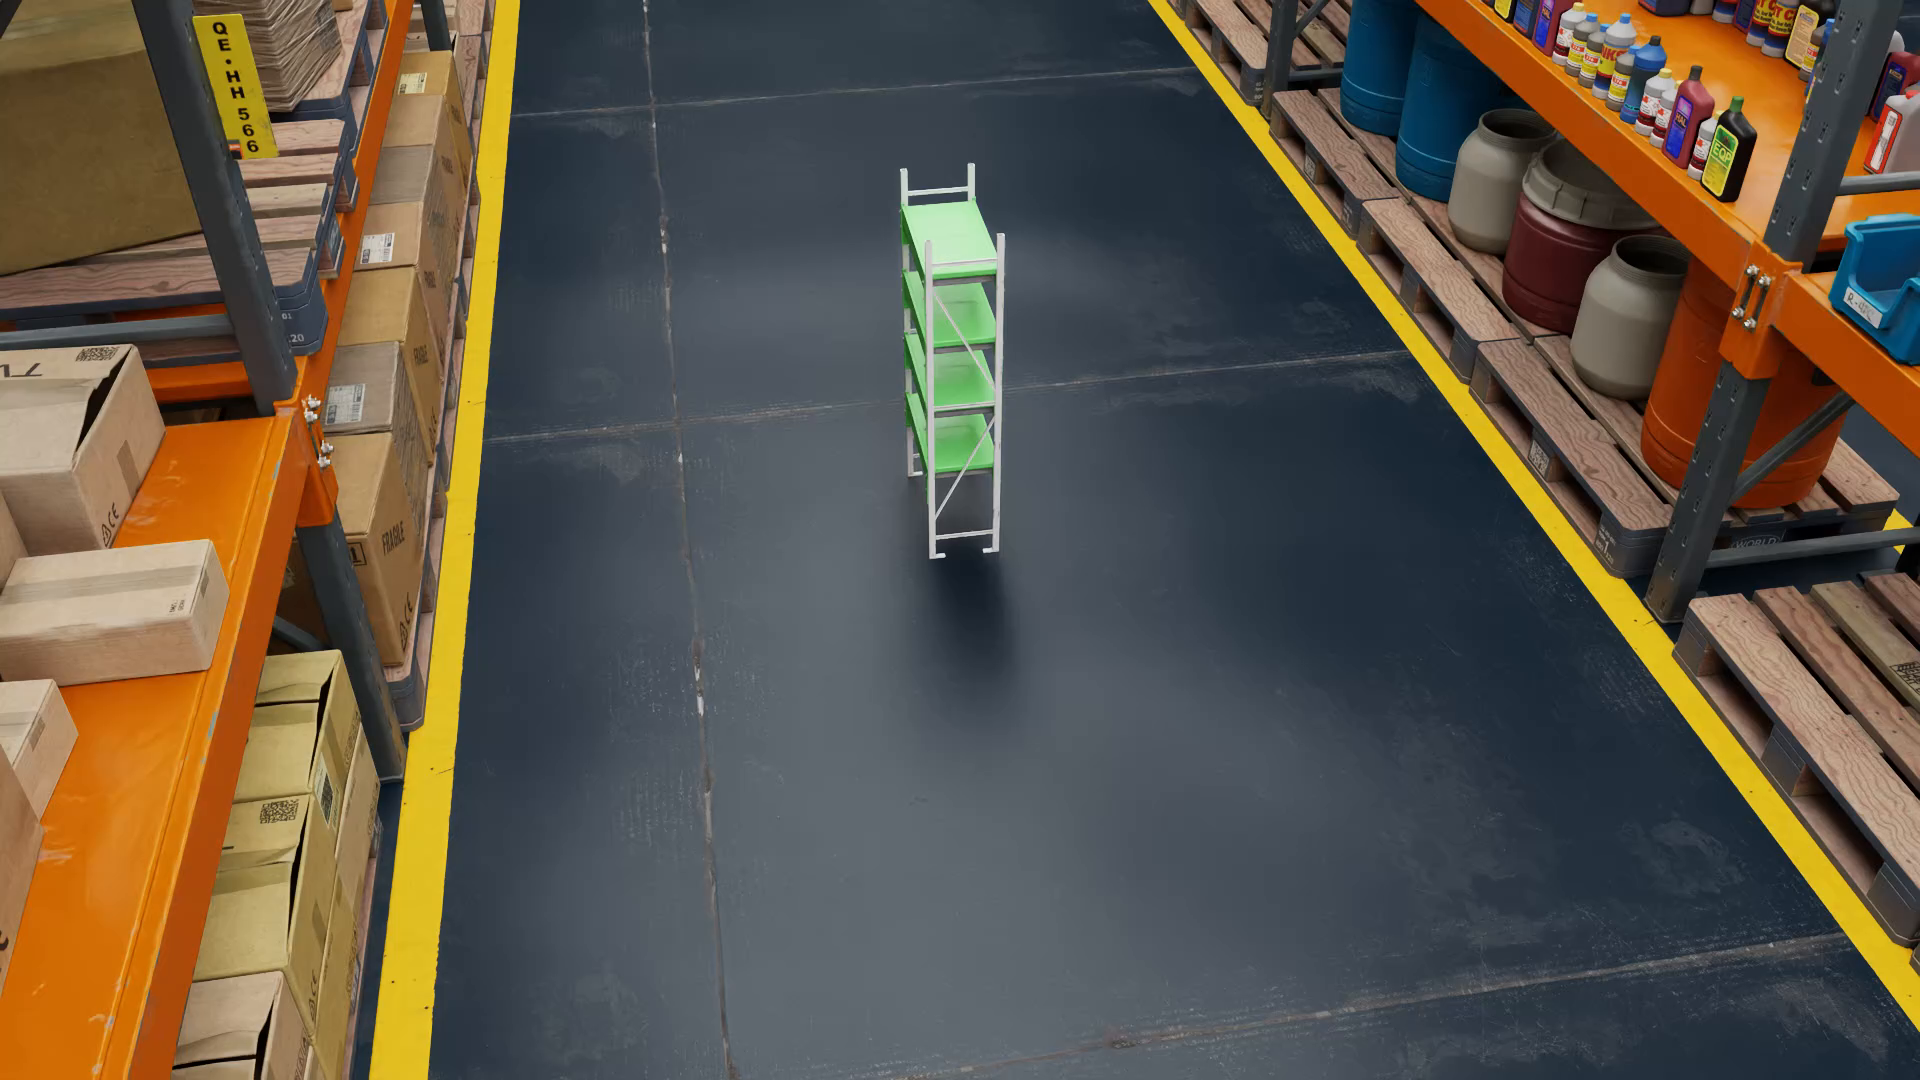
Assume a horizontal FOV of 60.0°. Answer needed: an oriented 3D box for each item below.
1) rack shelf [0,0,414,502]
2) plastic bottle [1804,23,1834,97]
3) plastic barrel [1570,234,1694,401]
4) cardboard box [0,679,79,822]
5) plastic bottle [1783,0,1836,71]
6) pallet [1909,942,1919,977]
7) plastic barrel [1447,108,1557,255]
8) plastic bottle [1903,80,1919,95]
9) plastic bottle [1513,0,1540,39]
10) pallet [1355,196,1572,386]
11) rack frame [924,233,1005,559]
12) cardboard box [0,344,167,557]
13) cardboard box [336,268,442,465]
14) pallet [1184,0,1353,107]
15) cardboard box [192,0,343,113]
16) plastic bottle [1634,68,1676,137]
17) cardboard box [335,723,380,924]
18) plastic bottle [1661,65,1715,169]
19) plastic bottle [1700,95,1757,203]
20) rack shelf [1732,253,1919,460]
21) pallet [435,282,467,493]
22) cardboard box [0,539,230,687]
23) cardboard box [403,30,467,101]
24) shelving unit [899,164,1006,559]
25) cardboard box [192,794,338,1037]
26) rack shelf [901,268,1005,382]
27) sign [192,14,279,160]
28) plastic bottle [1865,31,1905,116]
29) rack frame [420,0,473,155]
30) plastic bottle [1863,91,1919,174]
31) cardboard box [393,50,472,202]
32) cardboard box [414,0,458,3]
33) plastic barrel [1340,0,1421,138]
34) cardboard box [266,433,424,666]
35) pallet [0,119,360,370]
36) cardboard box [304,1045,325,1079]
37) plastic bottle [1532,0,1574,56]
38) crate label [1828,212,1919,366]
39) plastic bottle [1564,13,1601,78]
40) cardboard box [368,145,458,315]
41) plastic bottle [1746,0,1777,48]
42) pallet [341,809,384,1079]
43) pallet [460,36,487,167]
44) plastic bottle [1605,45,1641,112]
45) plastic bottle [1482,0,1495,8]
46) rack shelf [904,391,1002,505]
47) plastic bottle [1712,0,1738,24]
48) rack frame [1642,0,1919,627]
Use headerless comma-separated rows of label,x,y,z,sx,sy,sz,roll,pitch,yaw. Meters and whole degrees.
rack shelf,-2.474,-1.389,5.680,1.077,0.370,4.000,-6,38,-8
plastic bottle,2.862,-1.587,5.453,0.097,0.271,0.097,0,38,0
plastic barrel,2.464,-0.804,6.026,0.421,0.512,0.421,0,38,0
cardboard box,-1.844,0.398,2.997,0.380,0.149,0.250,-4,38,-5
plastic bottle,2.896,-1.751,5.653,0.061,0.283,0.133,-6,38,-8
pallet,3.062,1.313,3.888,1.003,0.211,1.213,-6,38,-8
plastic barrel,2.266,-1.486,6.904,0.421,0.512,0.421,0,38,0
plastic bottle,2.986,-1.345,5.199,0.097,0.201,0.097,0,38,0
plastic bottle,2.076,-1.966,5.876,0.144,0.351,0.185,-6,38,-8
pallet,2.364,-1.102,6.996,1.003,0.211,1.213,-6,38,-8
rack frame,0.014,-0.426,5.321,0.240,1.200,0.015,-6,38,-8
cardboard box,-2.103,-0.206,3.643,0.500,0.311,0.500,-4,38,-5
cardboard box,-2.102,-0.577,5.726,0.500,0.500,0.500,-7,38,-9
pallet,1.886,-2.751,9.119,1.003,0.211,1.213,-6,38,-8
cardboard box,-2.317,-1.612,4.956,0.700,0.500,0.500,0,38,1
plastic bottle,2.203,-1.386,5.251,0.097,0.201,0.097,0,38,0
cardboard box,-1.791,0.746,4.243,0.500,0.250,0.500,-5,38,-7
plastic bottle,2.223,-1.288,5.058,0.061,0.283,0.133,-6,38,-8
plastic bottle,2.263,-1.148,4.878,0.061,0.283,0.133,-6,38,-8
rack shelf,3.105,0.496,3.253,1.077,0.370,4.000,-6,38,-8
pallet,-2.427,-0.554,6.292,1.003,0.211,1.213,-6,38,-8
cardboard box,-1.694,0.147,3.320,0.380,0.149,0.250,-6,38,-8
cardboard box,-2.685,-2.270,8.060,0.500,0.311,0.500,-6,38,-8
shelving unit,-0.029,-0.574,5.511,0.258,1.200,0.503,-6,38,-8
cardboard box,-1.691,0.836,3.670,0.500,0.311,0.500,-7,38,-9
rack shelf,-0.029,-0.713,5.403,0.258,0.148,0.480,-6,38,-8
sign,-1.577,-0.984,3.628,0.100,0.325,0.005,-6,38,-8
plastic bottle,2.915,-1.522,5.366,0.152,0.276,0.135,-6,38,-8
rack frame,-2.825,-2.881,7.014,1.000,3.000,0.127,-6,38,-8
plastic bottle,2.847,-1.227,4.985,0.152,0.276,0.135,-6,38,-8
cardboard box,-2.456,-1.801,7.302,0.500,0.500,0.500,-6,38,-8
cardboard box,-3.159,-3.203,9.105,0.797,0.503,0.637,-6,38,-8
plastic barrel,2.131,-2.419,7.786,0.600,0.901,0.708,-6,38,-8
cardboard box,-1.922,0.042,4.929,0.500,0.500,0.500,-5,38,-6
pallet,-2.311,-0.791,4.480,1.213,0.211,1.003,-6,38,-8
cardboard box,-1.612,1.361,3.452,0.500,0.250,0.500,-5,38,-7
plastic bottle,2.063,-1.839,5.767,0.061,0.283,0.133,-6,38,-8
crate label,2.459,-0.635,4.259,0.303,0.233,0.416,-6,38,-8
plastic bottle,2.118,-1.680,5.629,0.097,0.201,0.097,0,38,0
cardboard box,-2.290,-1.198,6.526,0.500,0.500,0.500,-6,38,-7
plastic bottle,2.841,-1.872,5.820,0.097,0.271,0.097,0,38,0
pallet,-2.017,1.137,4.114,1.003,0.211,1.213,-6,38,-8
pallet,-2.944,-2.195,8.404,1.003,0.211,1.213,-6,38,-8
plastic bottle,2.169,-1.503,5.402,0.097,0.201,0.097,0,38,0
plastic bottle,2.020,-2.158,6.123,0.144,0.351,0.185,-6,38,-8
rack shelf,-0.029,-0.334,5.697,0.258,0.148,0.480,-6,38,-8
plastic bottle,2.801,-2.012,5.999,0.097,0.271,0.097,0,38,0
rack frame,2.754,-0.996,4.587,1.000,3.000,0.127,-6,38,-8
